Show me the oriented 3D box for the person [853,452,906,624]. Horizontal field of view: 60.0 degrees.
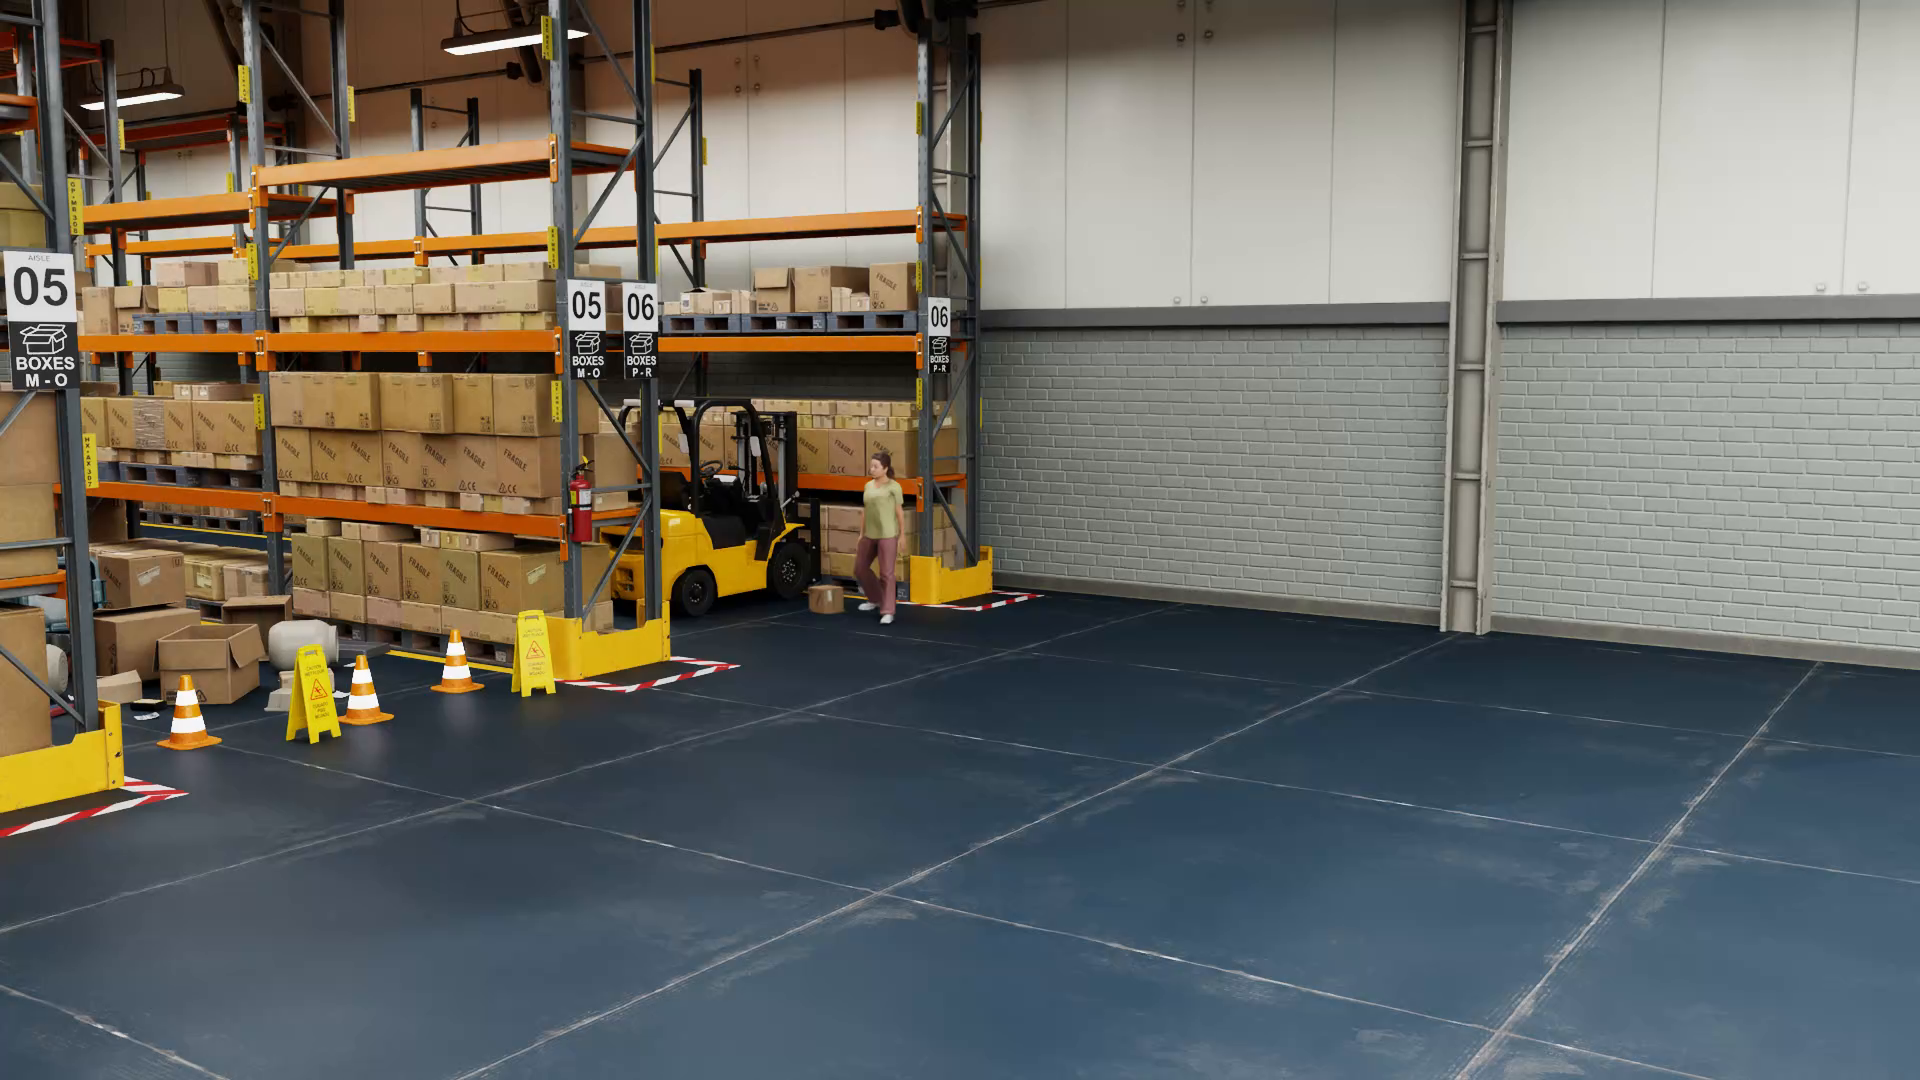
[{"bbox_3d":[-0.804,-0.036,16.233,0.640,1.665,0.485,4,8,34],"label":"person"}]
